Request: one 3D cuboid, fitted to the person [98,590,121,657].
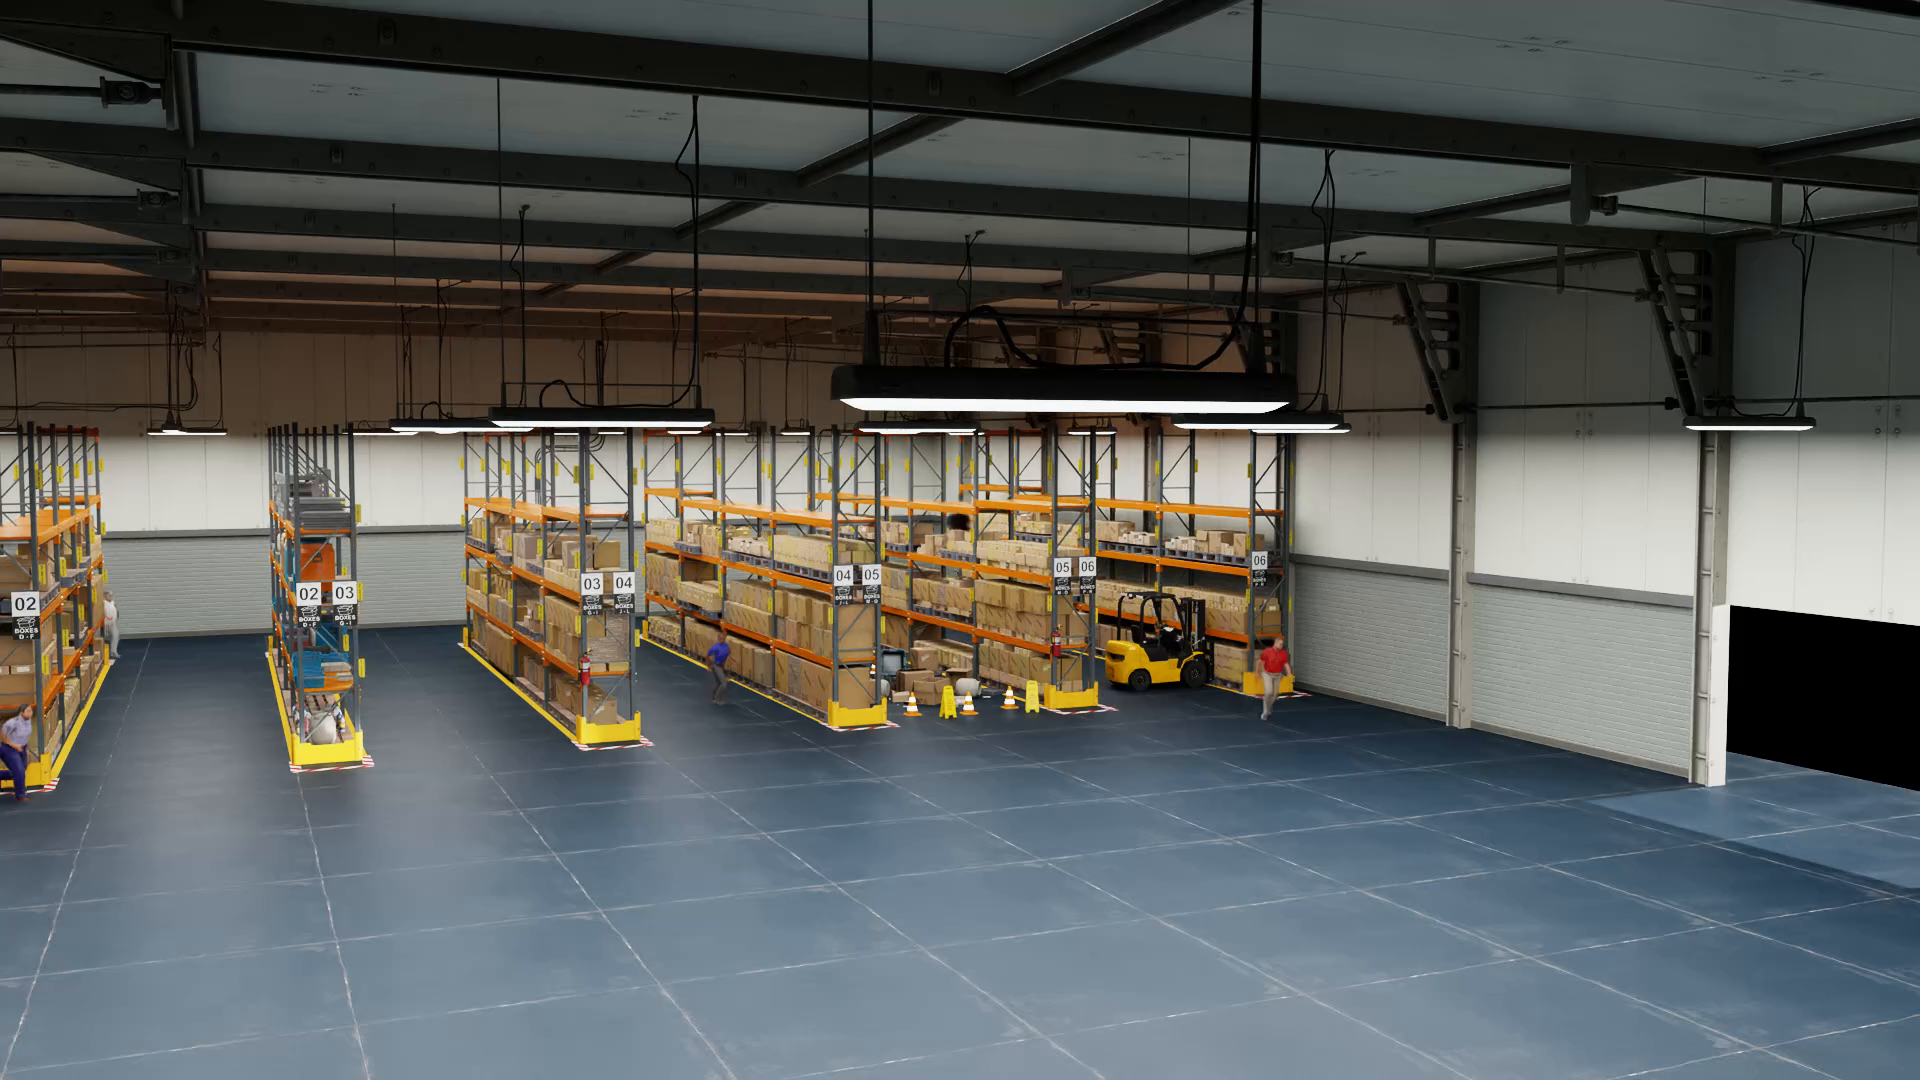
[{"bbox_3d":[-22.412,2.195,43.573,0.918,1.769,0.641,1,4,14],"label":"person"}]

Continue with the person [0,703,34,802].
[{"bbox_3d":[-14.957,3.362,26.180,0.810,1.601,0.602,1,4,14],"label":"person"}]

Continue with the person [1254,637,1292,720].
[{"bbox_3d":[6.412,2.819,34.103,0.650,1.690,0.760,-1,4,-17],"label":"person"}]

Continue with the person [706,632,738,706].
[{"bbox_3d":[-5.115,2.777,35.773,0.775,1.619,0.598,1,4,22],"label":"person"}]
